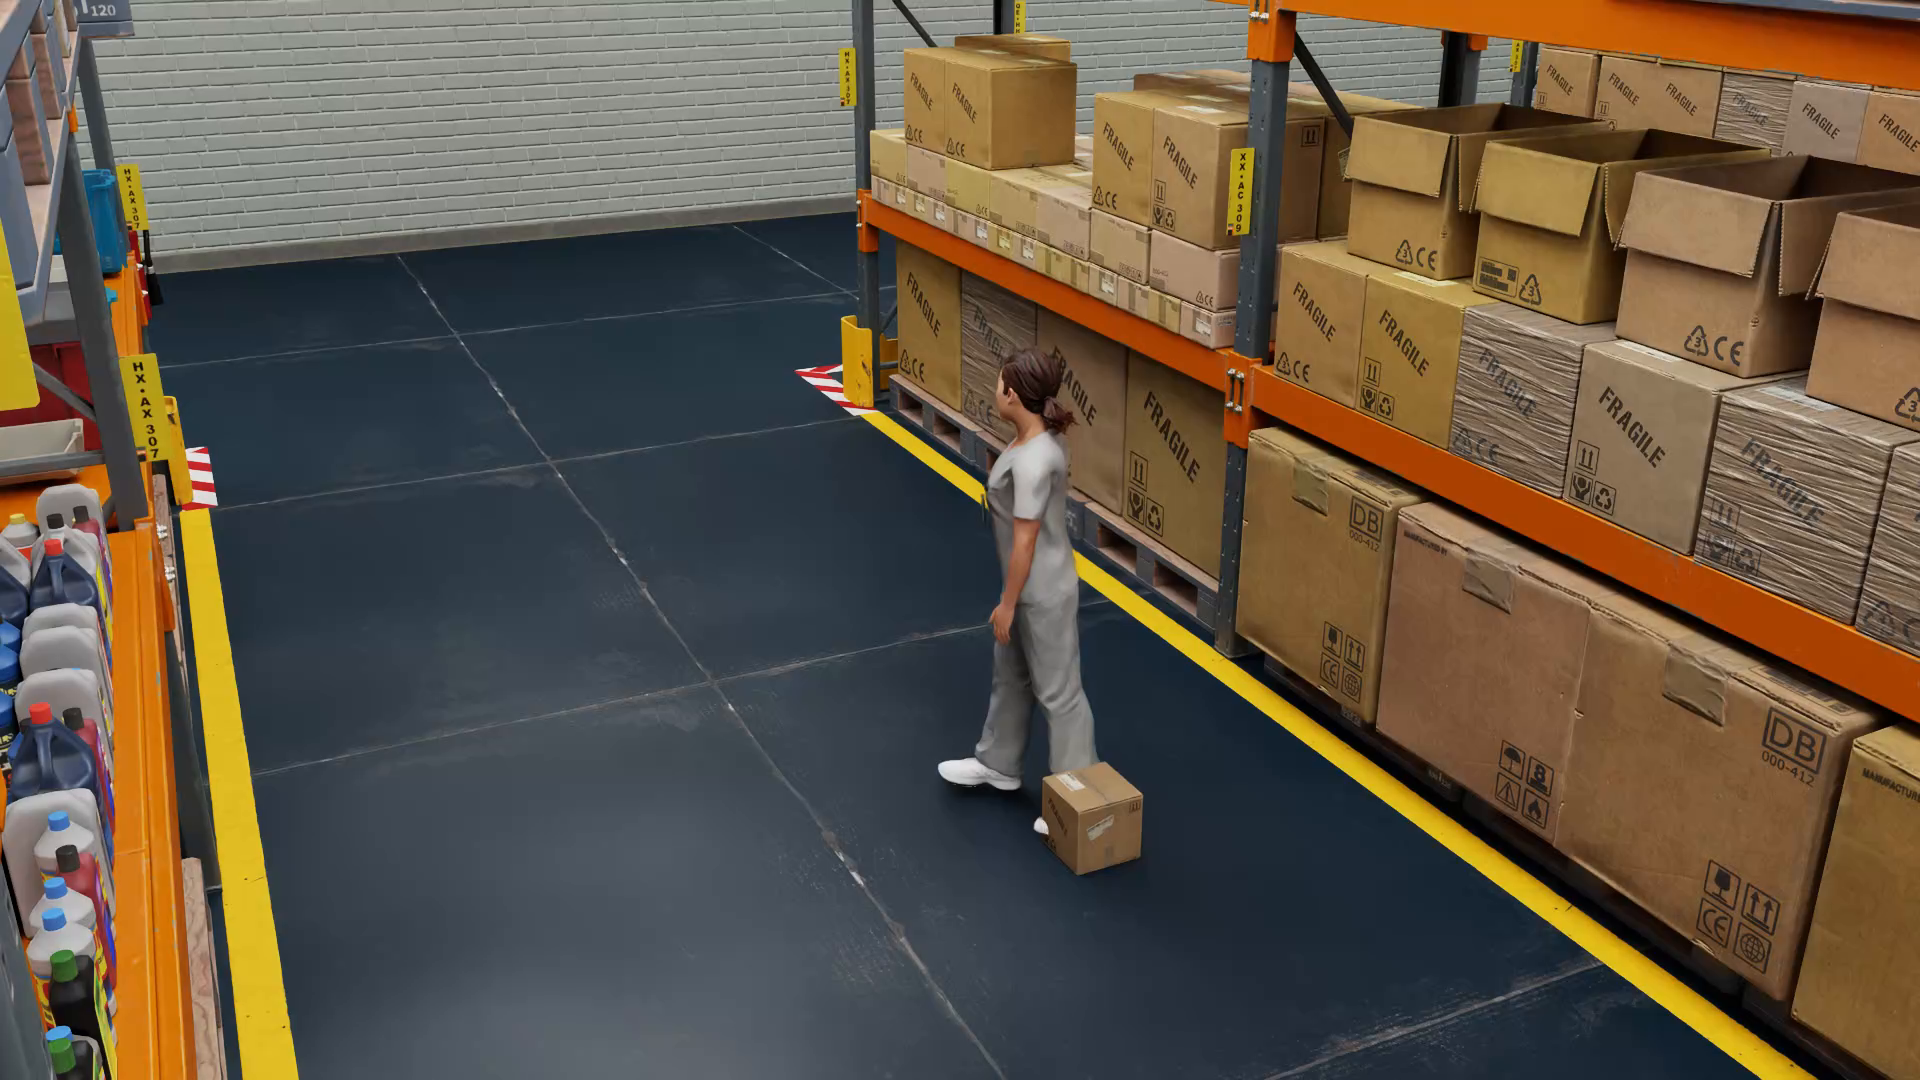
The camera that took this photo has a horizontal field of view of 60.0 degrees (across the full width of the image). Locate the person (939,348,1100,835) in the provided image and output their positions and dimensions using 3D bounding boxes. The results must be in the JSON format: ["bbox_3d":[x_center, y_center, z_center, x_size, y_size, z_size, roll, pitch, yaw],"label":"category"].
[{"bbox_3d":[0.217,0.160,5.648,0.593,1.666,0.543,0,22,0],"label":"person"}]
